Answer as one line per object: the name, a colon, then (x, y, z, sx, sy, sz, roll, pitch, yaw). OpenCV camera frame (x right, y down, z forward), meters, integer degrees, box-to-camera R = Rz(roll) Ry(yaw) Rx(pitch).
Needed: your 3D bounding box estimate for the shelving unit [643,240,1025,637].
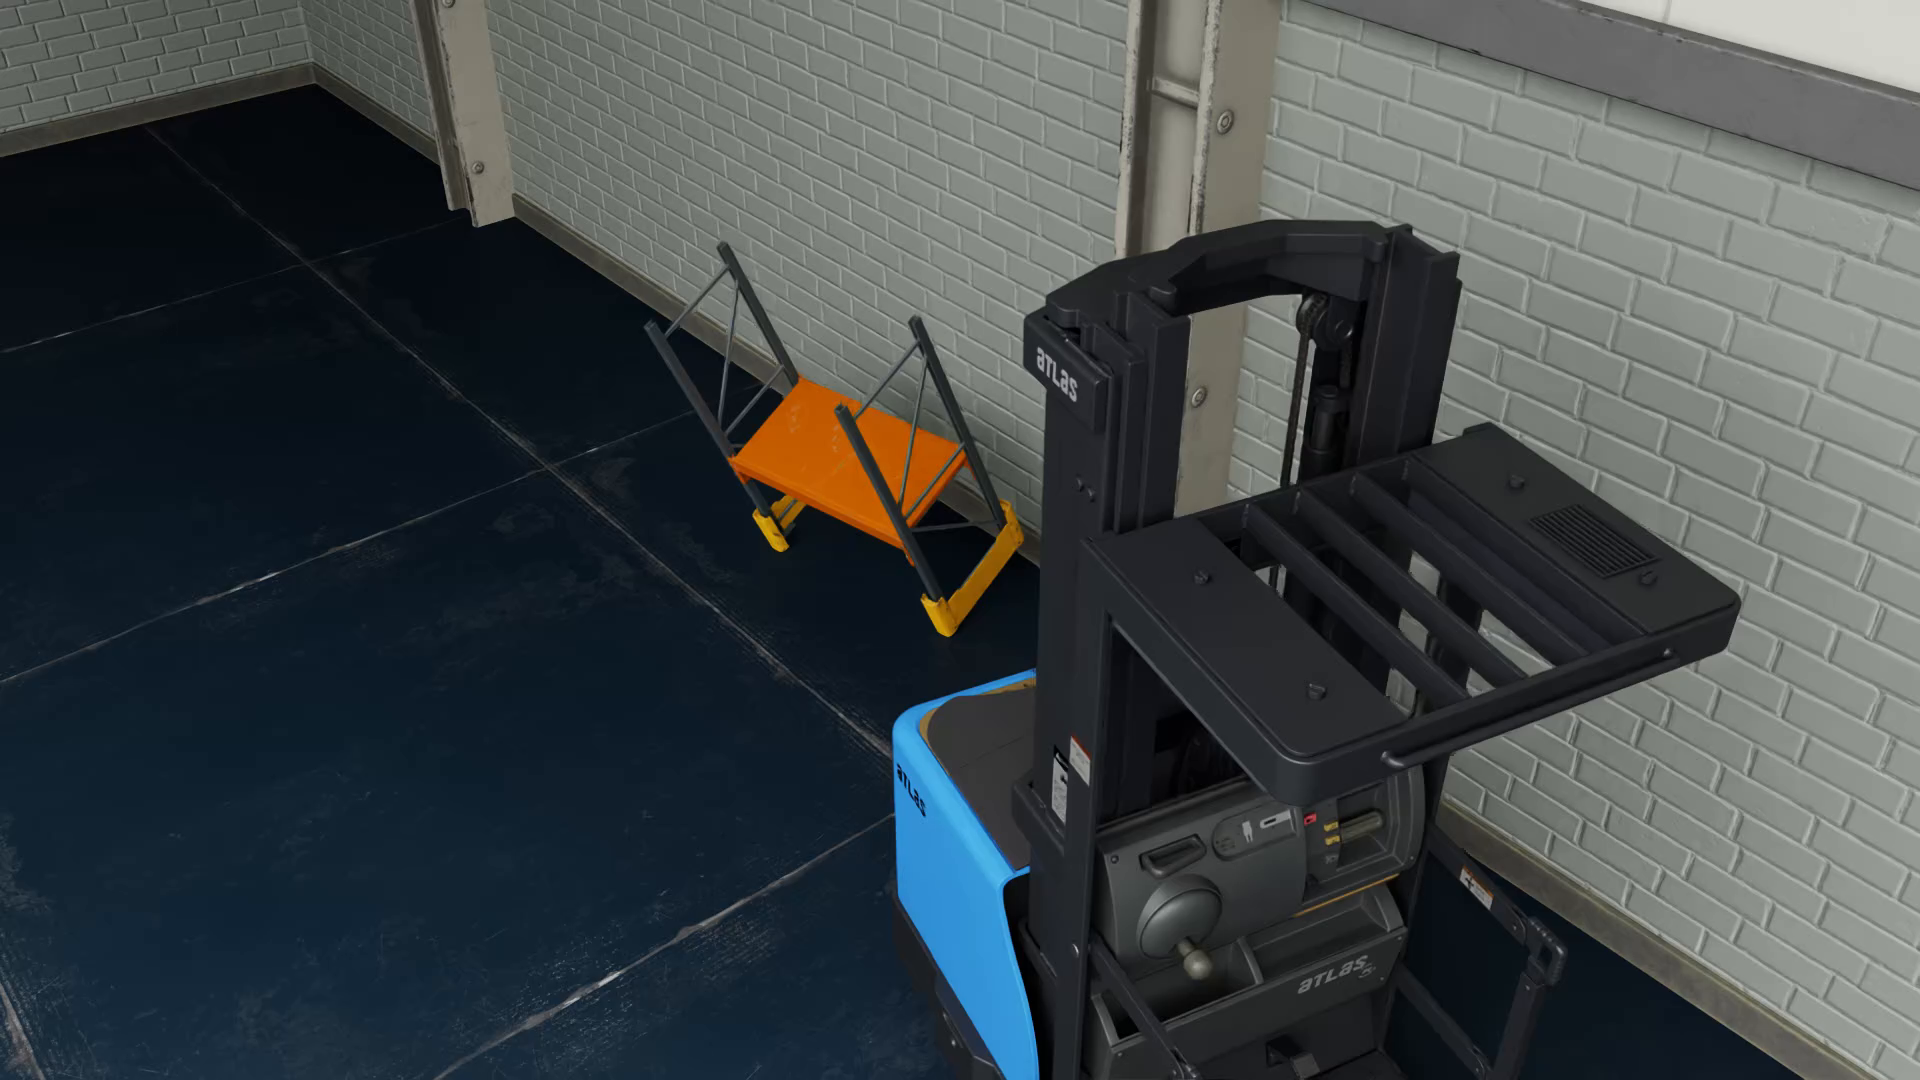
shelving unit: (-0.491, -0.411, 6.935, 1.083, 1.500, 0.587, 25, 67, 31)

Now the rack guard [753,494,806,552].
rack guard: (-0.711, -0.242, 7.684, 0.087, 0.250, 0.587, 25, 67, 31)

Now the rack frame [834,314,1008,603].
rack frame: (-0.104, -0.230, 6.676, 0.032, 1.500, 0.500, 25, 67, 31)

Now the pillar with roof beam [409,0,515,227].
pillar with roof beam: (-6.368, -4.192, 5.883, 9.100, 9.000, 0.400, -26, 43, -32)

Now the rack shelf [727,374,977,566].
rack shelf: (-0.450, -0.314, 7.081, 1.000, 0.185, 0.538, 25, 67, 31)

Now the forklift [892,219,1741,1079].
forklift: (0.869, 0.858, 4.003, 1.130, 2.935, 3.031, -16, 38, -21)

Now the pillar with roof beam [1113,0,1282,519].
pillar with roof beam: (-2.496, -1.543, 2.143, 9.100, 9.000, 0.400, -26, 43, -32)

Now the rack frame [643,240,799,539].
rack frame: (-0.891, -0.598, 7.203, 0.032, 1.500, 0.500, 25, 67, 31)

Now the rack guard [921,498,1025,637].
rack guard: (0.061, 0.119, 7.168, 0.087, 0.250, 0.587, 25, 67, 31)
